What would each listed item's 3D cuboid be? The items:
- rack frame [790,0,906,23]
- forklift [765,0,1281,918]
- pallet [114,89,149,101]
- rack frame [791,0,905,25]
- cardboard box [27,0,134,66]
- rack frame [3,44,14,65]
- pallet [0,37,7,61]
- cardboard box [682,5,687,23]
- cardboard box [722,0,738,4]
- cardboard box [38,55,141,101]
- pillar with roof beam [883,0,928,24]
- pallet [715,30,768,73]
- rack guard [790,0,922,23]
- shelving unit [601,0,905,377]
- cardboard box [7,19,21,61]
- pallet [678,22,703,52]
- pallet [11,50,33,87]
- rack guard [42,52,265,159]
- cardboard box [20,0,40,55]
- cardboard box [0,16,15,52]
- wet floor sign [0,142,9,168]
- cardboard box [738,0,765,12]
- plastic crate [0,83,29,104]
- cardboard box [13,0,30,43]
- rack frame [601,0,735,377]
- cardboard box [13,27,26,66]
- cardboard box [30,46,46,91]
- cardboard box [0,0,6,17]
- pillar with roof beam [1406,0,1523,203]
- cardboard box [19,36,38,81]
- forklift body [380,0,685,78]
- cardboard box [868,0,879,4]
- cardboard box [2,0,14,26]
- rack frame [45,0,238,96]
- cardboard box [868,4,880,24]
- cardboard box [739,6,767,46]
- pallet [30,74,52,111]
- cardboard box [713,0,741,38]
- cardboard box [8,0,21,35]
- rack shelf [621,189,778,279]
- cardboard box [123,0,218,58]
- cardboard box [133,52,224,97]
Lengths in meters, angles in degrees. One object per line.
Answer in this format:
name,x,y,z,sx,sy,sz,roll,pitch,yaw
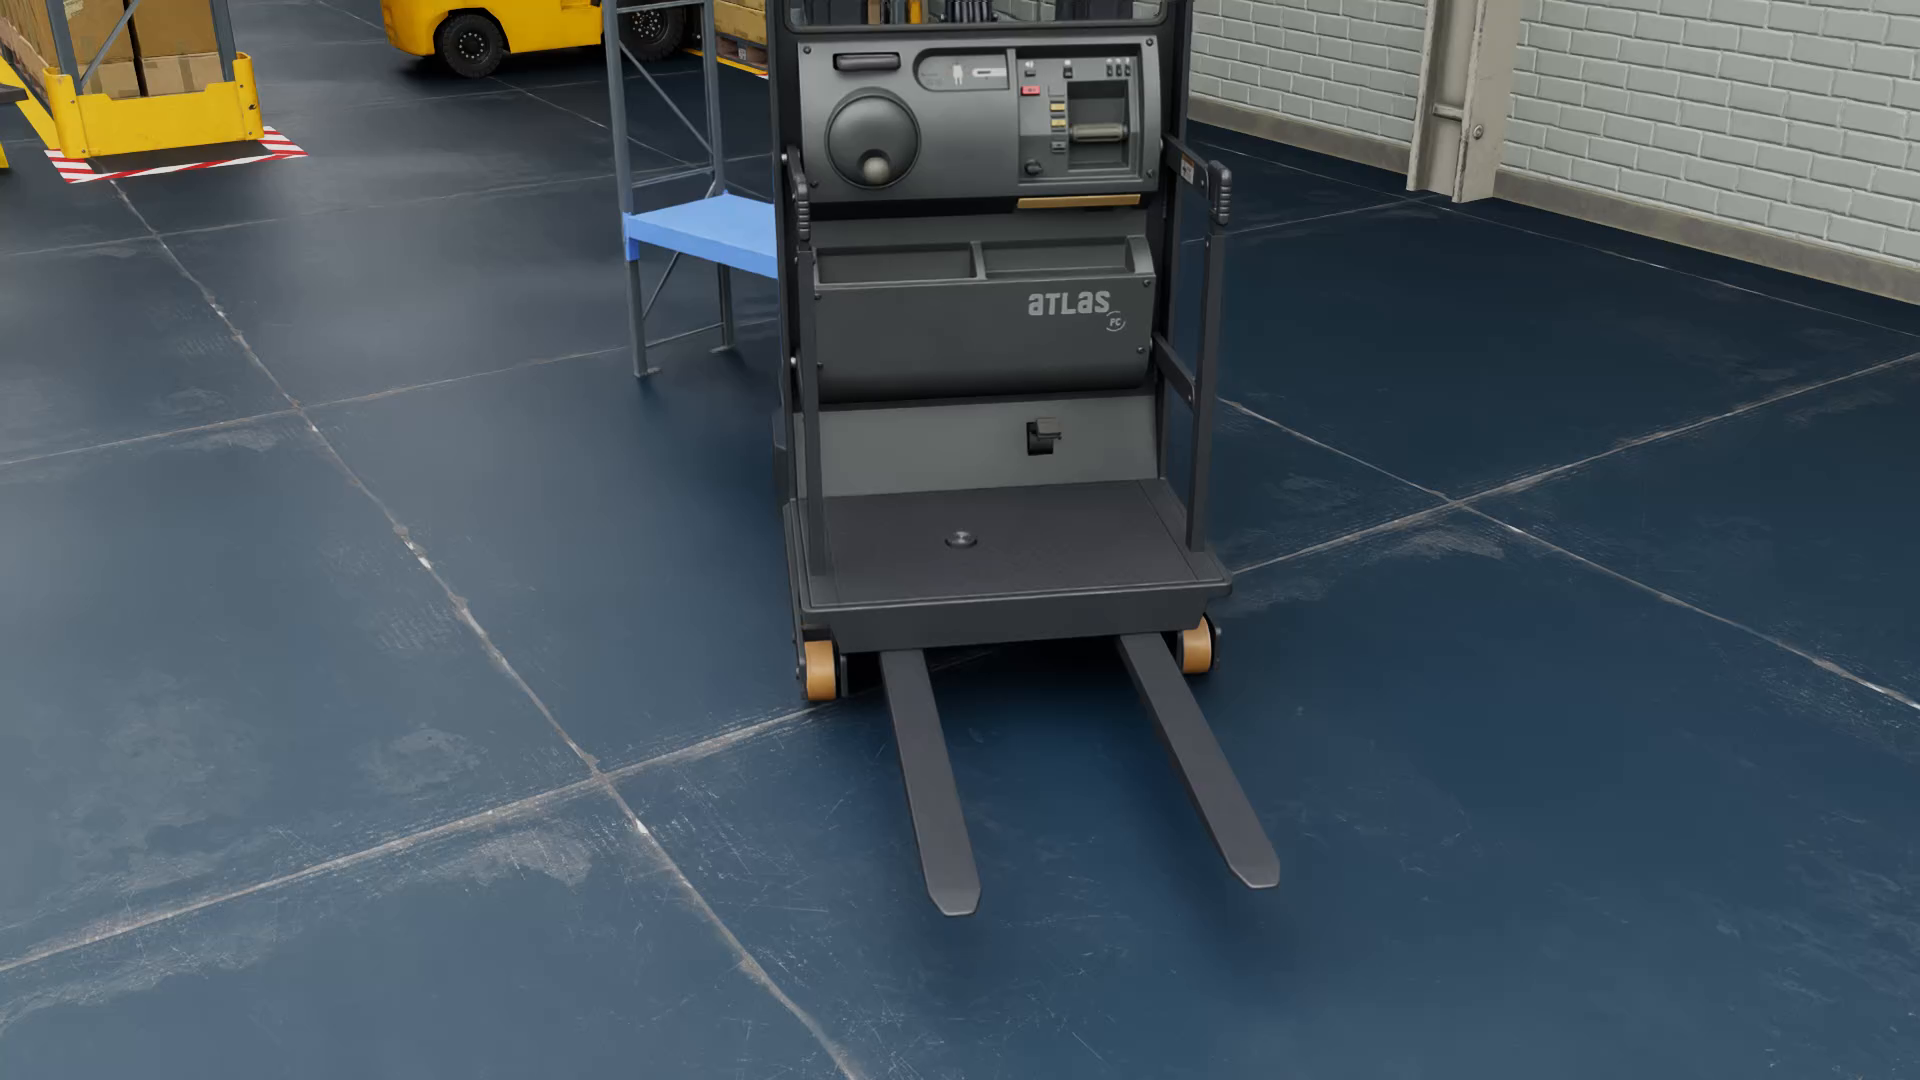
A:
rack frame,-0.871,-5.013,12.356,1.000,3.000,0.127,-16,29,-30
forklift,0.088,-1.061,4.065,1.130,2.935,3.031,-3,25,-7
pallet,-5.483,-2.920,11.189,1.003,0.211,1.213,-16,29,-30
rack frame,-0.368,-1.119,5.863,0.032,1.500,0.500,21,32,37
cardboard box,-5.683,-3.367,10.718,0.500,0.500,0.500,-15,29,-29
rack frame,-7.211,-5.286,12.934,1.000,3.000,0.127,-16,29,-30
pallet,-7.637,-4.303,14.118,1.003,0.211,1.213,-16,29,-30
cardboard box,-2.223,-4.596,14.201,0.500,0.250,0.500,-15,29,-28
cardboard box,-1.663,-4.469,13.346,0.500,0.250,0.500,-16,30,-30
cardboard box,-5.707,-3.037,10.898,0.500,0.250,0.500,-16,29,-30
pillar with roof beam,-4.103,-7.182,9.923,9.100,9.000,0.400,-16,29,-30
pallet,-1.323,-4.016,13.510,1.003,0.211,1.213,-16,29,-30
rack guard,-0.858,-3.874,12.871,1.175,0.500,0.348,-16,29,-30
shelving unit,-0.745,-1.264,6.171,1.048,1.500,0.538,21,32,37
cardboard box,-6.814,-3.770,12.452,0.500,0.250,0.500,-14,29,-27
pallet,-1.985,-4.452,14.433,1.003,0.211,1.213,-16,29,-30
pallet,-6.815,-3.793,13.037,1.003,0.211,1.213,-16,29,-30
rack guard,-5.069,-2.752,10.494,1.175,0.500,0.348,-16,29,-30
cardboard box,-5.971,-3.552,11.112,0.500,0.500,0.500,-14,29,-28
cardboard box,-7.115,-3.958,12.851,0.500,0.250,0.500,-17,30,-32
wet floor sign,-5.820,-2.473,9.733,0.267,0.644,0.232,-6,26,-12
cardboard box,-1.398,-4.287,12.961,0.500,0.250,0.500,-16,30,-30
plastic crate,-7.041,-3.213,11.962,0.583,0.080,0.402,18,31,33
cardboard box,-6.241,-3.735,11.498,0.500,0.500,0.500,-16,30,-31
rack frame,-1.122,-1.410,6.480,0.032,1.500,0.500,21,32,37
cardboard box,-6.523,-3.581,12.051,0.500,0.250,0.500,-16,30,-30
cardboard box,-5.970,-3.215,11.276,0.500,0.250,0.500,-15,29,-29
cardboard box,-7.115,-4.298,12.690,0.500,0.500,0.500,-14,29,-27
pillar with roof beam,-0.827,-5.036,5.377,9.100,9.000,0.400,-16,29,-30
cardboard box,-6.261,-3.401,11.670,0.500,0.250,0.500,-17,30,-31
forklift body,-3.434,-4.883,13.073,2.313,2.155,1.214,-16,29,-30
cardboard box,-0.953,-4.402,13.205,0.500,0.250,0.500,-15,29,-29
cardboard box,-6.813,-4.109,12.291,0.500,0.500,0.500,-14,29,-28
rack frame,-5.027,-3.855,9.903,1.000,3.000,0.127,-16,29,-30
cardboard box,-0.975,-4.181,13.322,0.500,0.250,0.500,-15,29,-29
cardboard box,-1.392,-4.054,13.053,0.500,0.250,0.500,-15,29,-29
pallet,-6.145,-3.356,12.112,1.003,0.211,1.213,-16,29,-30
cardboard box,-1.655,-4.234,13.435,0.500,0.250,0.500,-16,29,-30
cardboard box,-6.531,-3.923,11.897,0.500,0.500,0.500,-14,29,-27
rack shelf,-0.745,-1.102,6.248,1.000,0.185,0.538,21,32,37
cardboard box,-5.250,-3.502,11.006,0.500,0.500,0.500,-17,30,-31
cardboard box,-5.236,-3.155,11.148,0.500,0.250,0.500,-16,30,-30
